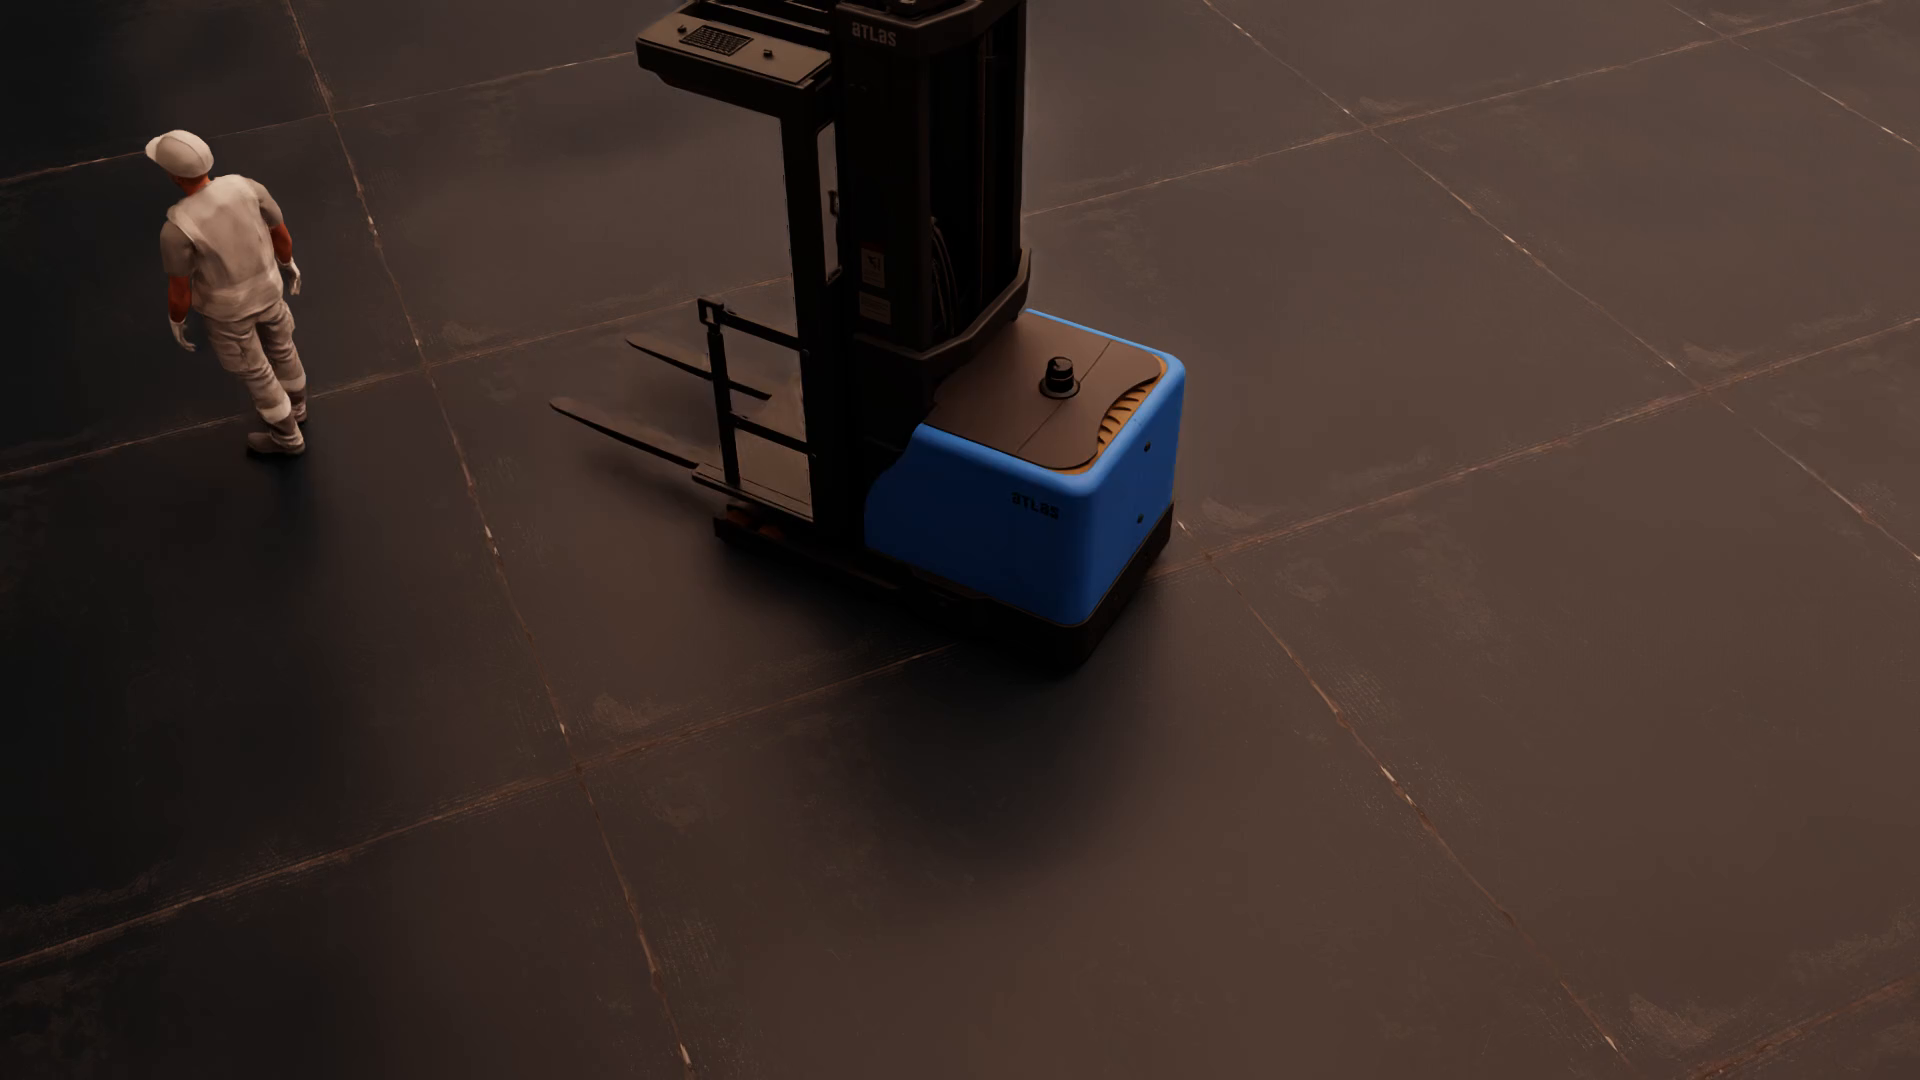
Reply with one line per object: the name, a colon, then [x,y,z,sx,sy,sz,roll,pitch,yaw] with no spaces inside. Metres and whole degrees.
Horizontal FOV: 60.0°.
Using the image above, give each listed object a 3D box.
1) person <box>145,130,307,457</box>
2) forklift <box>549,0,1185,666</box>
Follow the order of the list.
person: [-3.426,-1.160,7.757,0.613,1.790,0.656,28,50,27]
forklift: [-0.560,-1.274,7.045,3.031,2.935,1.130,21,47,21]
